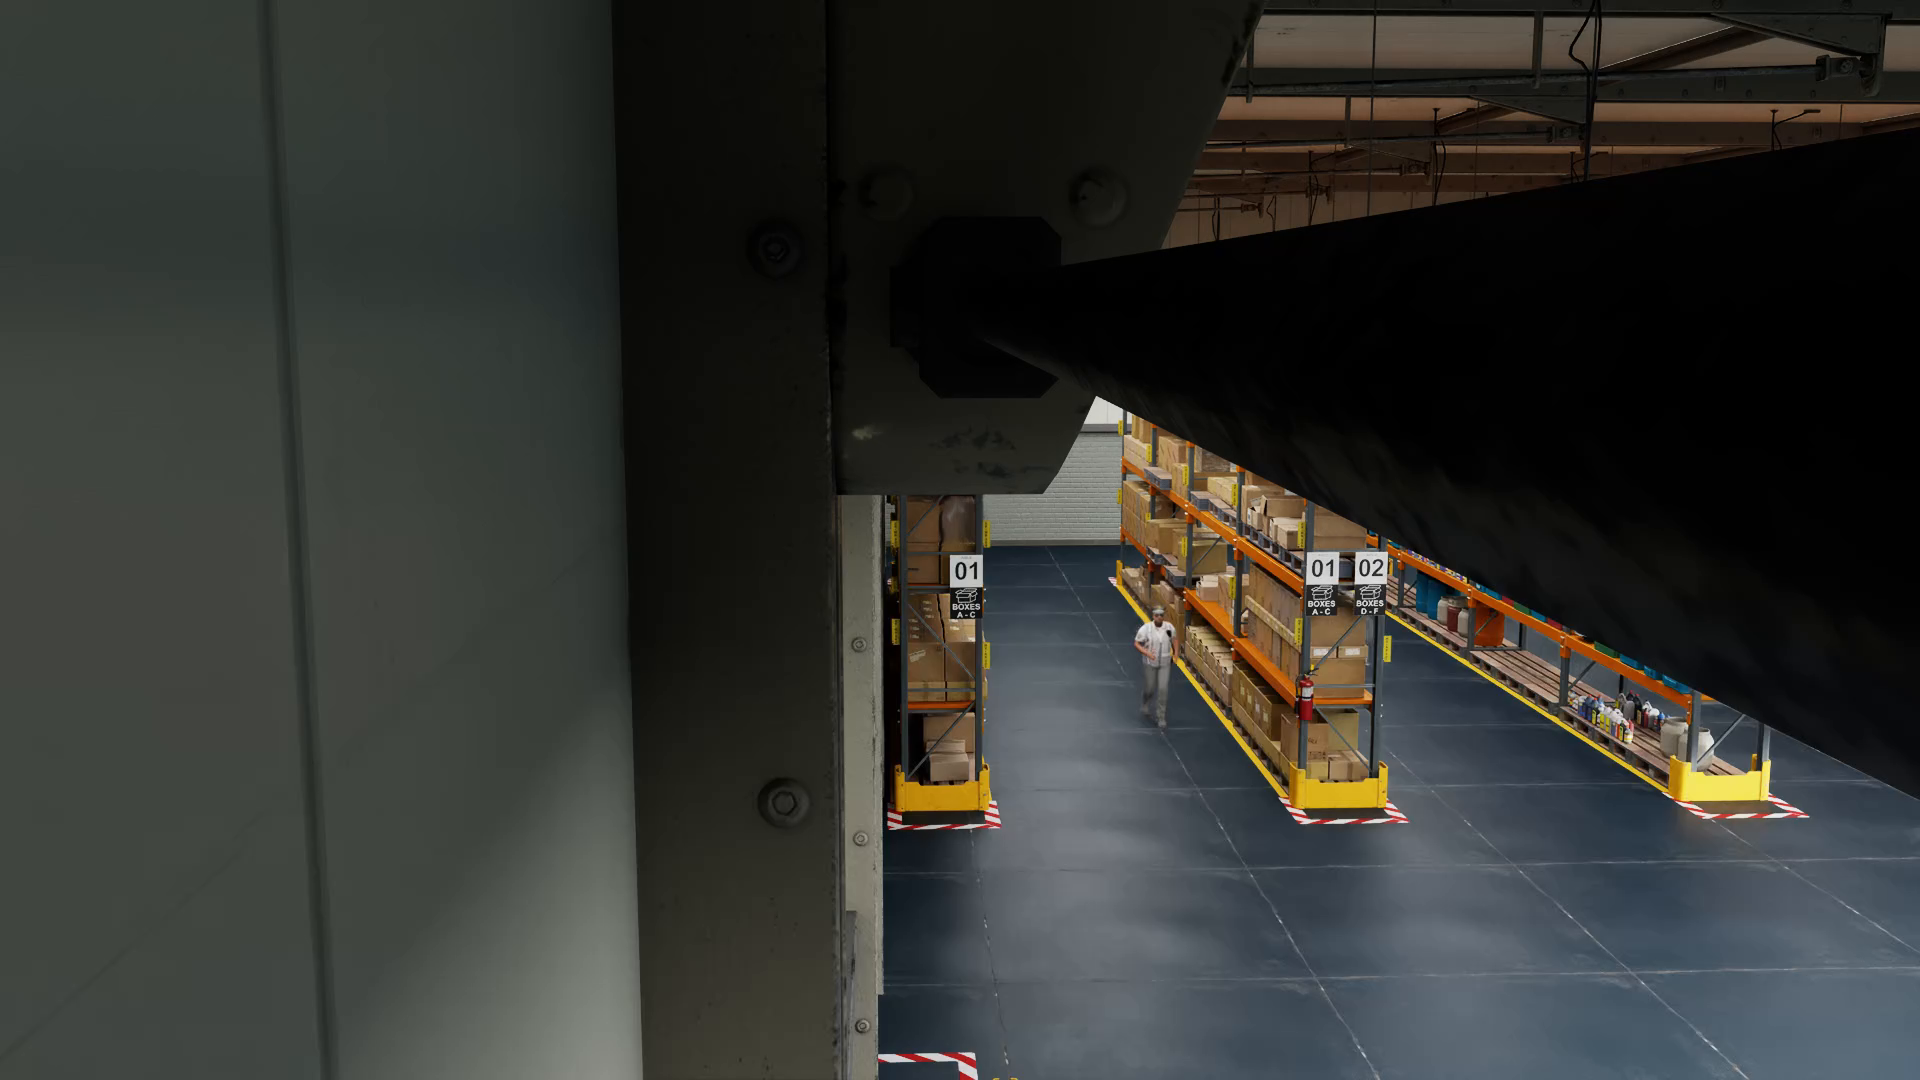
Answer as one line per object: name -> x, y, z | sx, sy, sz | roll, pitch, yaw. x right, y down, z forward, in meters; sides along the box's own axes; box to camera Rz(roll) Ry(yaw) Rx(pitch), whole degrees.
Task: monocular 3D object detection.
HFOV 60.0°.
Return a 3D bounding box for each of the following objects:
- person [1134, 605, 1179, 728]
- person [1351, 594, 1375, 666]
person -> 2.926, 1.829, 24.715 | 0.687, 1.794, 0.839 | -1, 8, -5
person -> 6.940, 1.376, 28.553 | 0.549, 1.532, 0.556 | -2, 9, -16
